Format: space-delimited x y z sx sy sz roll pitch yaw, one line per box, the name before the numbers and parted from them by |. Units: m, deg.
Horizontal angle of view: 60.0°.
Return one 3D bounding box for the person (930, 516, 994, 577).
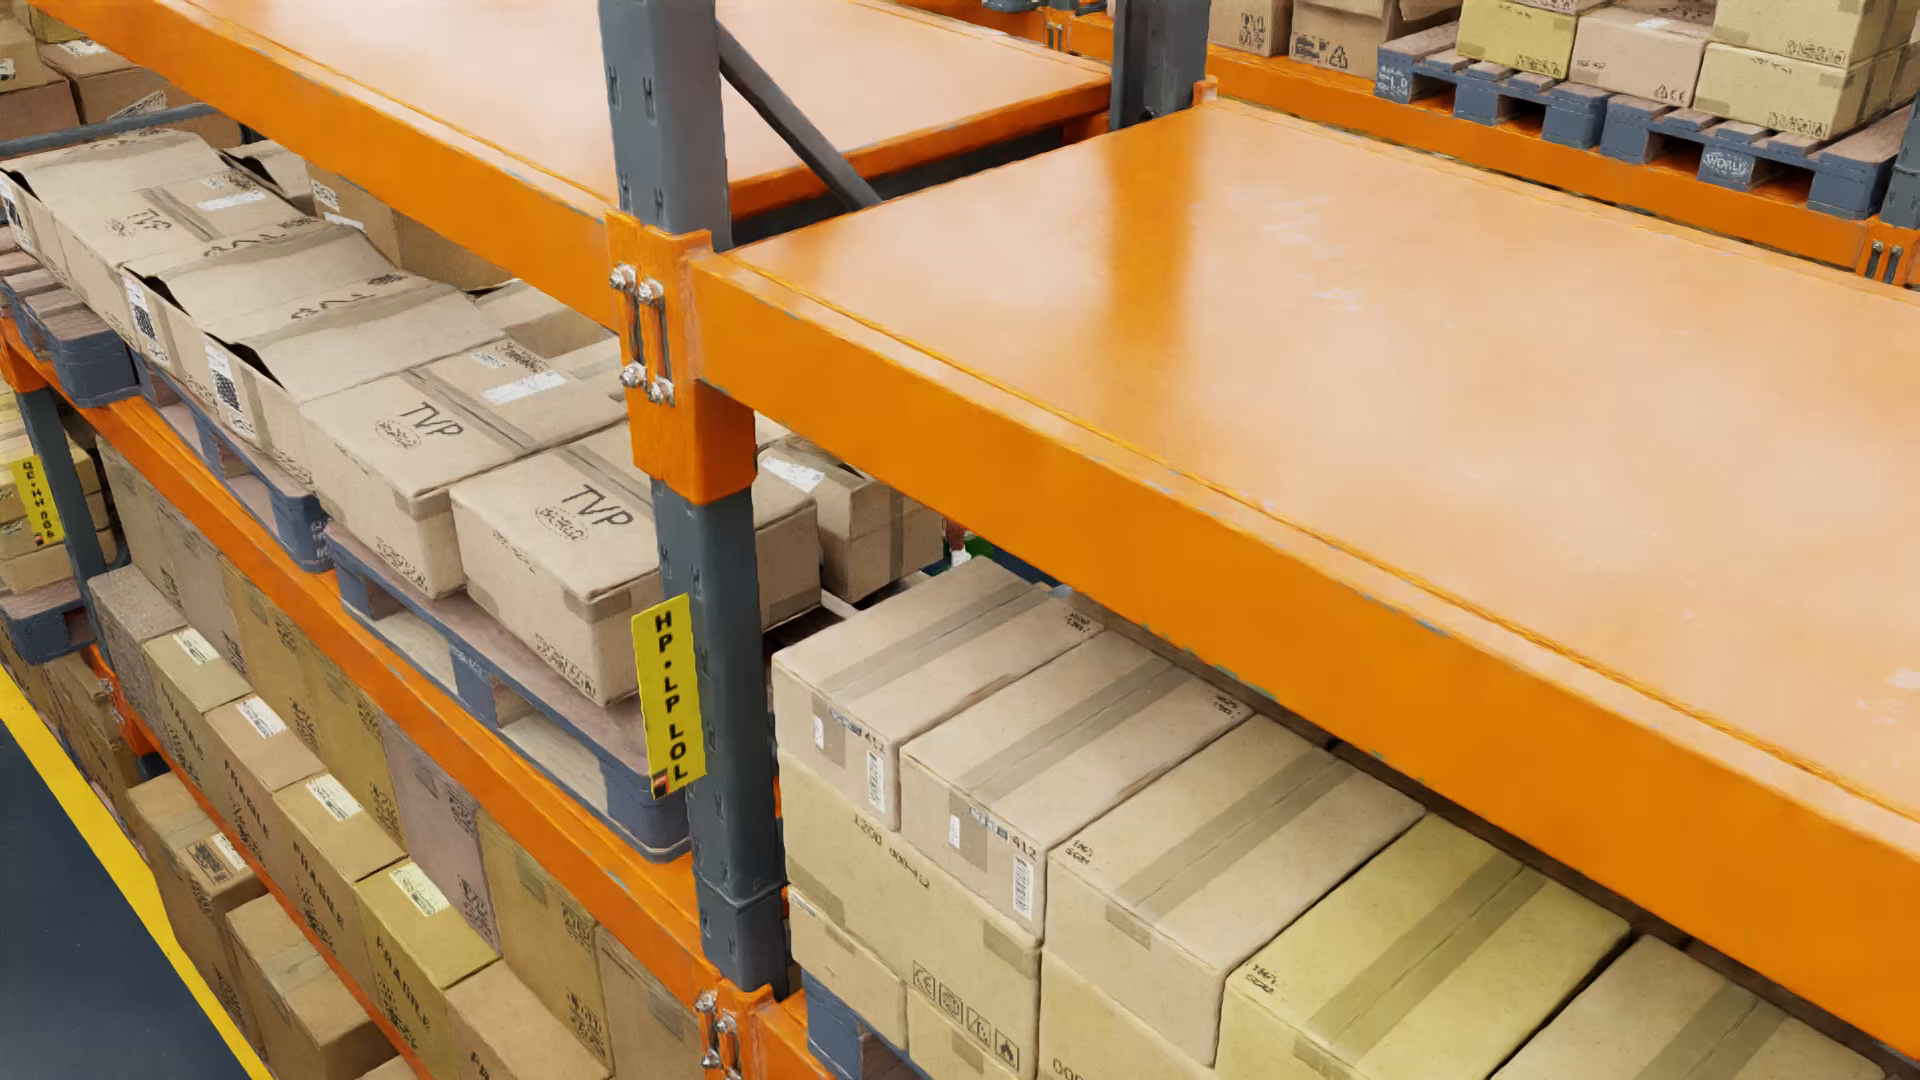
person | -0.025 -0.053 7.671 0.656 1.783 0.649 -8 32 -13
